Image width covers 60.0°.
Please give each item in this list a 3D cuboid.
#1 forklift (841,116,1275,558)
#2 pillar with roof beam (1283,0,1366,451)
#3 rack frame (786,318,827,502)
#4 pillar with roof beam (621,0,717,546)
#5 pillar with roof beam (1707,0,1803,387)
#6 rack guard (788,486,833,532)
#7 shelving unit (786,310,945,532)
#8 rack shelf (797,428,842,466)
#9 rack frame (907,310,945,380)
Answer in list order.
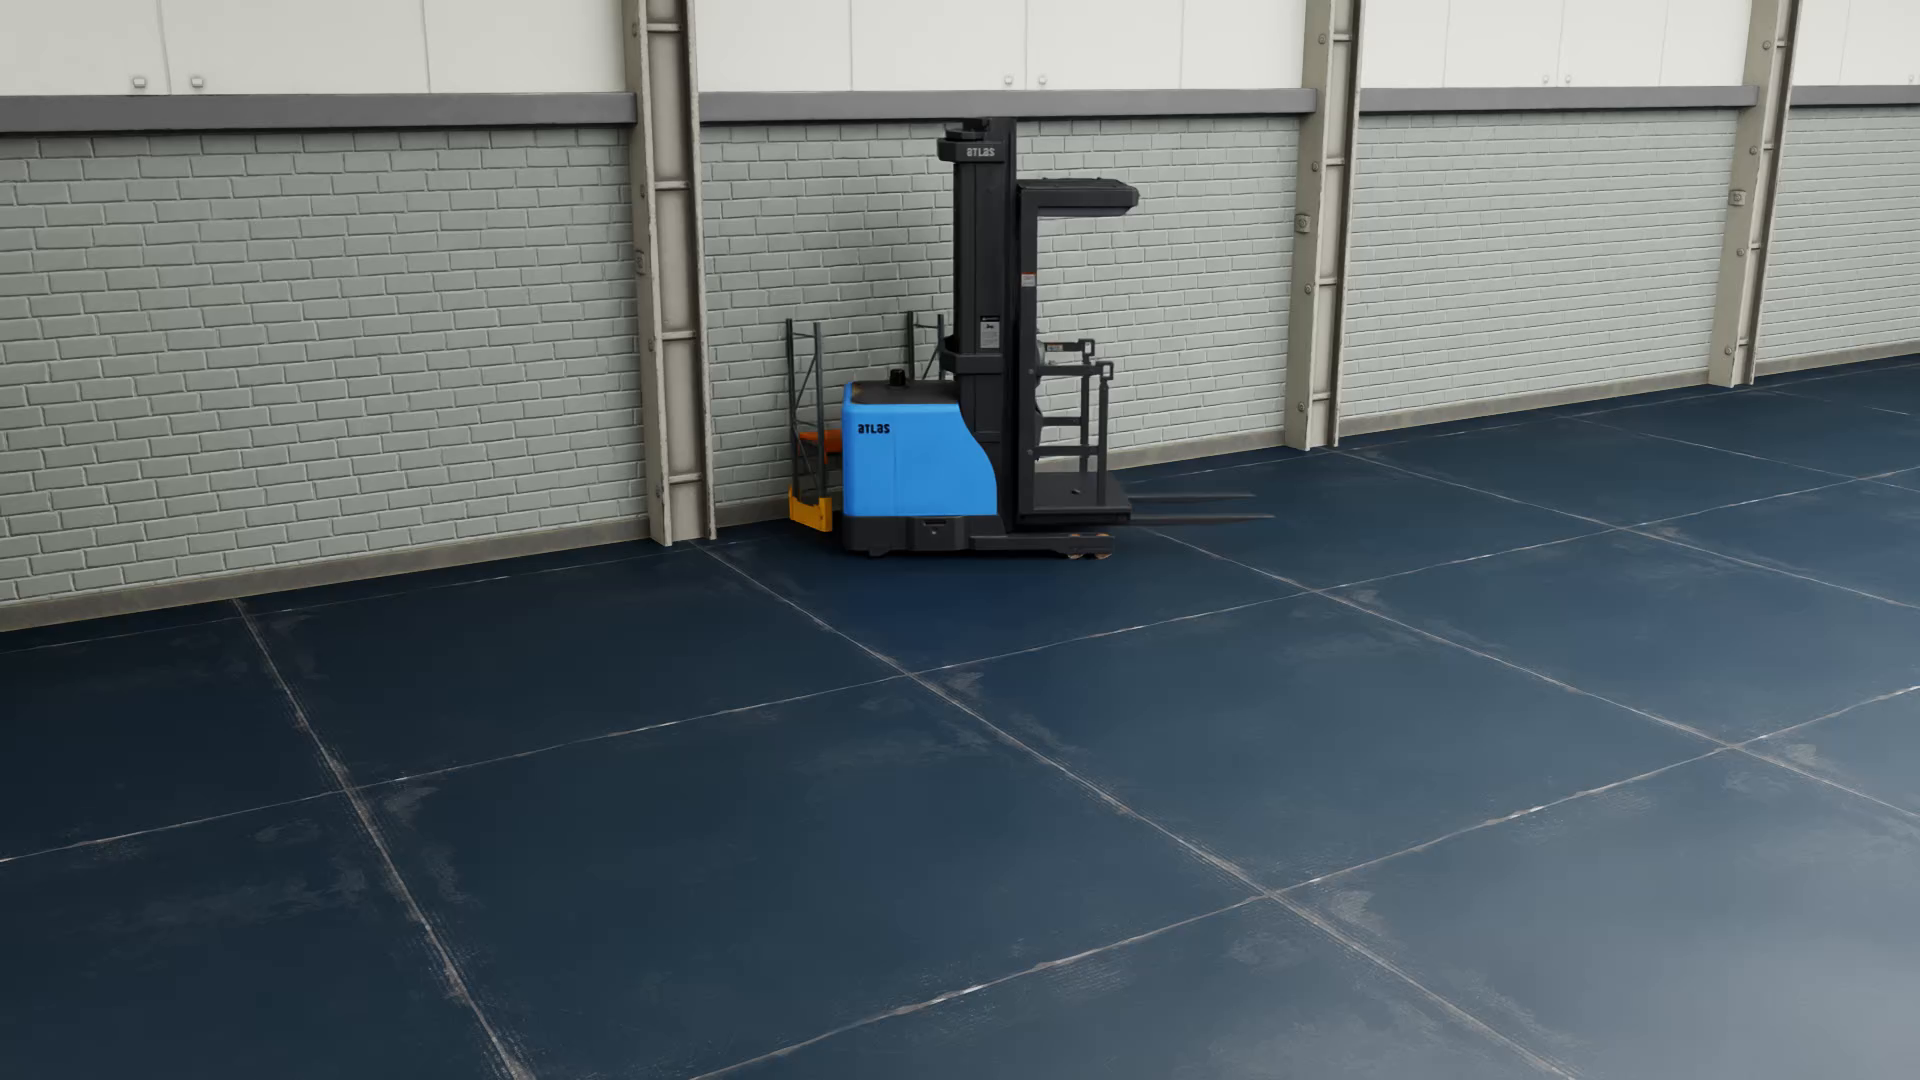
[{"bbox_3d":[0.679,-1.428,11.573,3.031,2.935,1.130,-1,16,-3],"label":"forklift"},{"bbox_3d":[5.365,-4.189,10.181,0.400,9.000,9.100,-9,18,-30],"label":"pillar with roof beam"},{"bbox_3d":[-1.115,-0.845,12.109,0.032,1.500,0.500,-8,14,-30],"label":"rack frame"},{"bbox_3d":[0.222,-3.355,7.206,0.400,9.000,9.100,-9,18,-30],"label":"pillar with roof beam"},{"bbox_3d":[10.508,-5.023,13.157,0.400,9.000,9.100,-9,18,-30],"label":"pillar with roof beam"},{"bbox_3d":[-1.102,-0.234,12.243,0.087,0.250,0.587,-8,14,-30],"label":"rack guard"},{"bbox_3d":[-0.689,-0.908,12.361,1.083,1.500,0.587,-8,14,-30],"label":"shelving unit"},{"bbox_3d":[-0.678,-0.733,12.404,1.000,0.185,0.538,-8,14,-30],"label":"rack shelf"},{"bbox_3d":[-0.247,-0.973,12.622,0.032,1.500,0.500,-8,14,-30],"label":"rack frame"}]
